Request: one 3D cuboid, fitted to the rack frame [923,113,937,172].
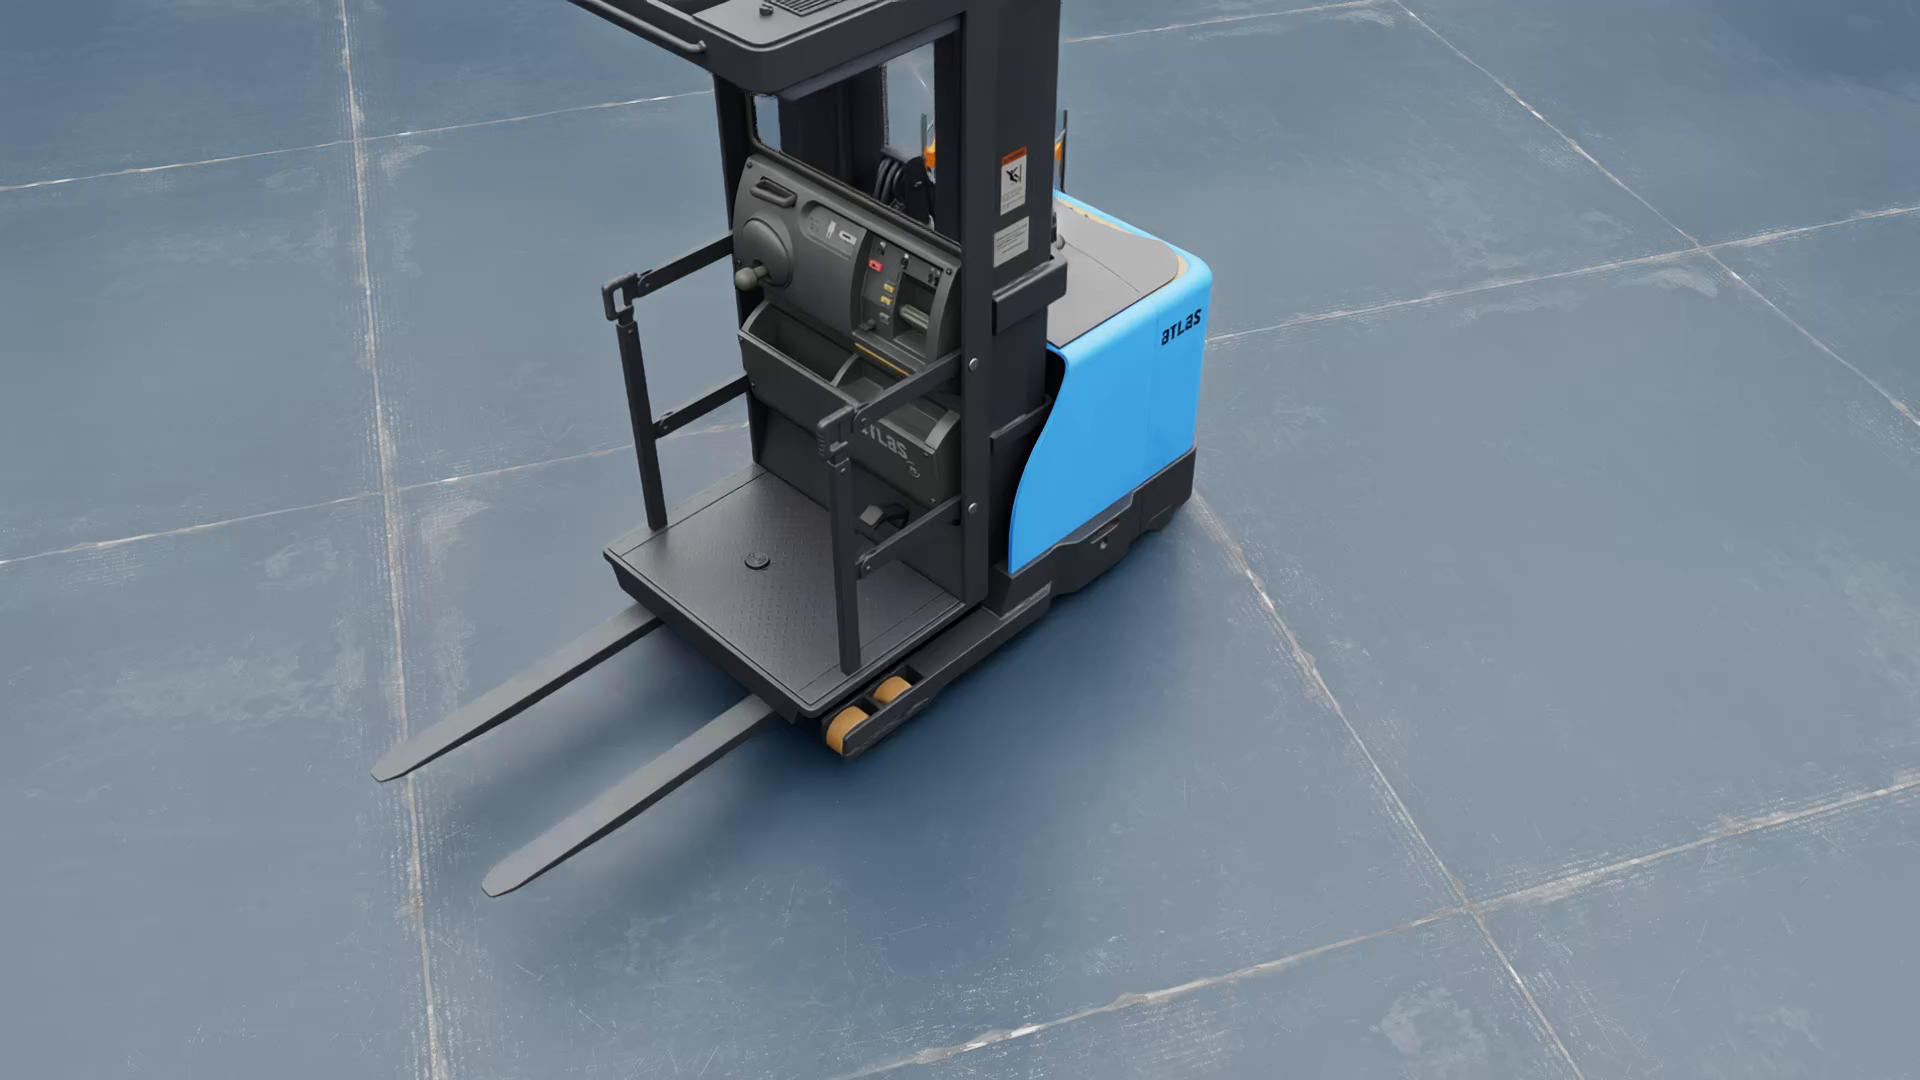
[{"bbox_3d":[-0.098,-1.208,6.718,0.015,1.200,0.240,13,42,14],"label":"rack frame"}]

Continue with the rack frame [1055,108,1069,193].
[{"bbox_3d":[0.363,-1.103,6.597,0.015,1.200,0.240,13,42,14],"label":"rack frame"}]

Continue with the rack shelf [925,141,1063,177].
[{"bbox_3d":[0.134,-1.456,6.403,0.480,0.148,0.258,13,42,14],"label":"rack shelf"}]

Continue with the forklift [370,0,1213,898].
[{"bbox_3d":[-0.509,-0.778,4.912,1.130,2.935,3.031,33,51,32],"label":"forklift"}]

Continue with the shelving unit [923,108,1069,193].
[{"bbox_3d":[0.132,-1.156,6.657,0.503,1.200,0.258,13,42,14],"label":"shelving unit"}]
